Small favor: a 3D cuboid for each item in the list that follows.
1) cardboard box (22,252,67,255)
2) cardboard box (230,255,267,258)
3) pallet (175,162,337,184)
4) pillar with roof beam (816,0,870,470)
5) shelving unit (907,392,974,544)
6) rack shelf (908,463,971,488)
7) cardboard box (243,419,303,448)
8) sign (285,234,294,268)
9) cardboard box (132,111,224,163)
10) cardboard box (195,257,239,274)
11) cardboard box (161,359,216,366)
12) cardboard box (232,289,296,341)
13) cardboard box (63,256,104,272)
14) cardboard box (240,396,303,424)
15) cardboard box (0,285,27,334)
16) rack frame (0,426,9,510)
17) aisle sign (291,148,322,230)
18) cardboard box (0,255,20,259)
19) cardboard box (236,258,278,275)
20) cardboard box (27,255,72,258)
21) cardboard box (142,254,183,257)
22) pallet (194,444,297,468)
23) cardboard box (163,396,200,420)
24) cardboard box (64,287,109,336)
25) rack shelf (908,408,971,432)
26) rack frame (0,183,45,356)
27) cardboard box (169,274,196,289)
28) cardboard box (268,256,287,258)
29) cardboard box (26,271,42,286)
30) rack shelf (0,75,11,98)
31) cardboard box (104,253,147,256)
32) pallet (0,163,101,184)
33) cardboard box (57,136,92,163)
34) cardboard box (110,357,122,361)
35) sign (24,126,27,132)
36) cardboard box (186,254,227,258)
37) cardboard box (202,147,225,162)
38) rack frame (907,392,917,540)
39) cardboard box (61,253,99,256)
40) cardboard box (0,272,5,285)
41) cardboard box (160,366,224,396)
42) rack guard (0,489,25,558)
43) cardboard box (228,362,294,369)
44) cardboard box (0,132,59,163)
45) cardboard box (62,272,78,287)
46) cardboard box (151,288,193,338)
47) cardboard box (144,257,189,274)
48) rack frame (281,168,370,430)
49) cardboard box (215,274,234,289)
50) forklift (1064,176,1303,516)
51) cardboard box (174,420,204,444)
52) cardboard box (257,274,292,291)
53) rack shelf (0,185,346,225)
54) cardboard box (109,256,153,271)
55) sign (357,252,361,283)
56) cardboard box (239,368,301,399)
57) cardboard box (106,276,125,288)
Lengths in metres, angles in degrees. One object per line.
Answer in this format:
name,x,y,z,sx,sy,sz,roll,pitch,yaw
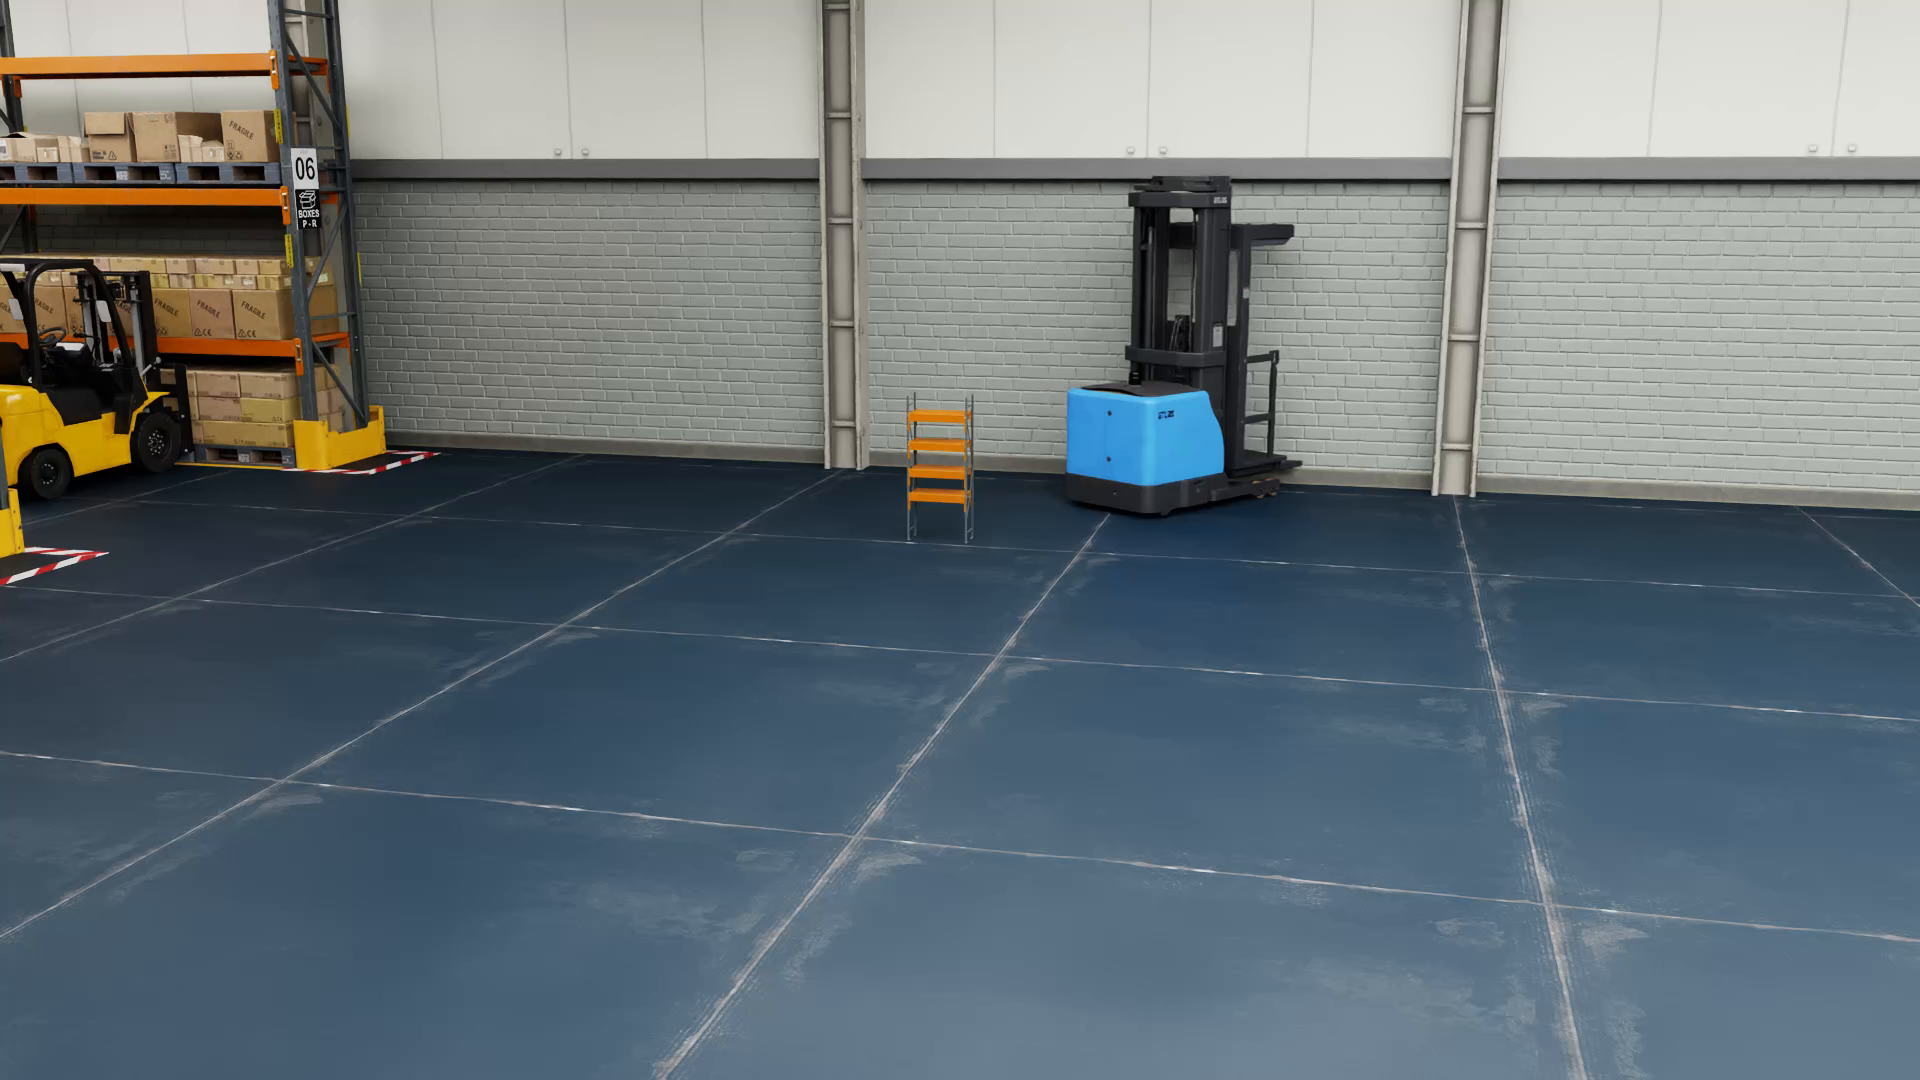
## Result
cardboard box,-10.027,-3.071,18.235,0.250,0.149,0.380,3,13,14
cardboard box,-7.543,-2.926,17.583,0.250,0.149,0.380,3,13,14
pallet,-7.206,-3.769,17.076,1.213,0.211,1.003,3,13,14
pillar with roof beam,-2.192,-4.244,12.085,0.400,9.000,9.100,3,13,14
shelving unit,-0.161,-0.594,13.642,0.503,1.200,0.258,3,13,14
rack shelf,-0.161,-0.529,13.657,0.480,0.148,0.258,3,13,14
cardboard box,-7.058,-1.126,17.264,0.500,0.250,0.500,3,13,14
sign,-6.670,-2.873,16.539,0.005,0.325,0.100,3,13,14
cardboard box,-7.985,-4.119,17.016,0.500,0.500,0.700,3,13,14
cardboard box,-7.656,-2.833,17.164,0.250,0.149,0.380,3,13,14
cardboard box,-8.412,-1.803,18.004,0.500,0.250,0.500,3,13,12
cardboard box,-7.067,-2.325,17.057,0.500,0.500,0.500,3,13,12
cardboard box,-9.162,-2.896,17.448,0.250,0.149,0.380,3,13,13
cardboard box,-7.074,-1.372,17.217,0.500,0.250,0.500,3,13,13
cardboard box,-10.041,-2.484,17.775,0.500,0.500,0.500,3,13,12
rack frame,-7.712,-1.262,12.496,0.127,3.000,1.000,3,13,14
aisle sign,-6.533,-3.510,16.626,0.004,0.787,0.394,3,13,14
cardboard box,-10.171,-2.945,17.668,0.250,0.149,0.380,3,13,15
cardboard box,-7.171,-2.797,17.000,0.250,0.149,0.380,3,13,14
cardboard box,-9.646,-2.939,17.641,0.250,0.149,0.380,3,13,12
cardboard box,-8.553,-2.978,17.816,0.250,0.149,0.380,3,13,15
pallet,-7.279,-0.975,17.642,1.213,0.211,1.003,3,13,14
cardboard box,-8.064,-1.423,17.445,0.500,0.250,0.500,3,13,12
cardboard box,-9.040,-2.435,17.551,0.500,0.500,0.500,3,13,13
rack shelf,-0.161,-0.978,13.557,0.480,0.148,0.258,3,13,14
rack frame,-10.410,-2.513,18.137,0.127,3.000,1.000,3,13,14
cardboard box,-7.931,-2.683,17.172,0.250,0.149,0.380,3,13,12
cardboard box,-7.044,-2.906,17.490,0.250,0.149,0.380,4,13,15
cardboard box,-9.652,-2.786,17.638,0.250,0.149,0.380,3,13,13
rack shelf,-12.351,-4.999,18.076,4.000,0.370,1.077,3,13,14
cardboard box,-9.028,-3.021,18.009,0.250,0.149,0.380,3,13,13
pallet,-9.575,-3.896,17.647,1.213,0.211,1.003,3,13,14
cardboard box,-9.041,-4.025,17.135,0.258,0.266,0.396,3,13,12
cardboard box,-9.390,-1.856,18.245,0.500,0.250,0.500,3,13,13
sign,-10.278,-4.386,18.274,0.005,0.325,0.100,3,13,14
cardboard box,-8.036,-2.969,17.775,0.250,0.149,0.380,3,13,12
cardboard box,-7.403,-3.880,16.753,0.250,0.149,0.380,3,13,12
rack frame,-0.398,-0.607,13.700,0.015,1.200,0.240,3,13,14
cardboard box,-9.533,-3.038,18.088,0.250,0.149,0.380,3,13,13
cardboard box,-10.163,-2.807,17.732,0.250,0.149,0.380,3,13,13
cardboard box,-8.037,-1.664,17.380,0.500,0.250,0.500,3,13,14
rack guard,-7.786,-0.045,12.784,0.348,0.500,1.175,3,13,14
cardboard box,-7.433,-1.746,17.751,0.500,0.250,0.500,3,13,14
cardboard box,-9.660,-4.094,17.340,0.500,0.311,0.500,3,13,15
cardboard box,-9.176,-2.744,17.447,0.250,0.149,0.380,3,13,13
cardboard box,-8.066,-2.380,17.306,0.500,0.500,0.500,3,13,12
cardboard box,-8.187,-2.836,17.175,0.250,0.149,0.380,3,13,15
rack frame,-6.526,-2.306,17.201,0.127,3.000,1.000,3,13,14
cardboard box,-7.422,-2.664,17.086,0.250,0.149,0.380,3,13,15
forklift,2.367,-1.888,15.478,3.031,2.935,1.130,-12,17,-42
cardboard box,-8.022,-1.182,17.515,0.500,0.250,0.500,3,13,14
cardboard box,-6.930,-2.630,16.936,0.250,0.149,0.380,3,13,14
rack shelf,-8.468,-3.523,17.422,4.000,0.370,1.077,3,13,14
cardboard box,-8.655,-2.886,17.400,0.250,0.149,0.380,3,13,14
sign,-6.387,-2.883,17.624,0.005,0.325,0.100,3,13,14
cardboard box,-7.048,-1.615,17.157,0.500,0.250,0.500,4,13,15
cardboard box,-8.667,-2.723,17.351,0.250,0.149,0.380,3,13,12
